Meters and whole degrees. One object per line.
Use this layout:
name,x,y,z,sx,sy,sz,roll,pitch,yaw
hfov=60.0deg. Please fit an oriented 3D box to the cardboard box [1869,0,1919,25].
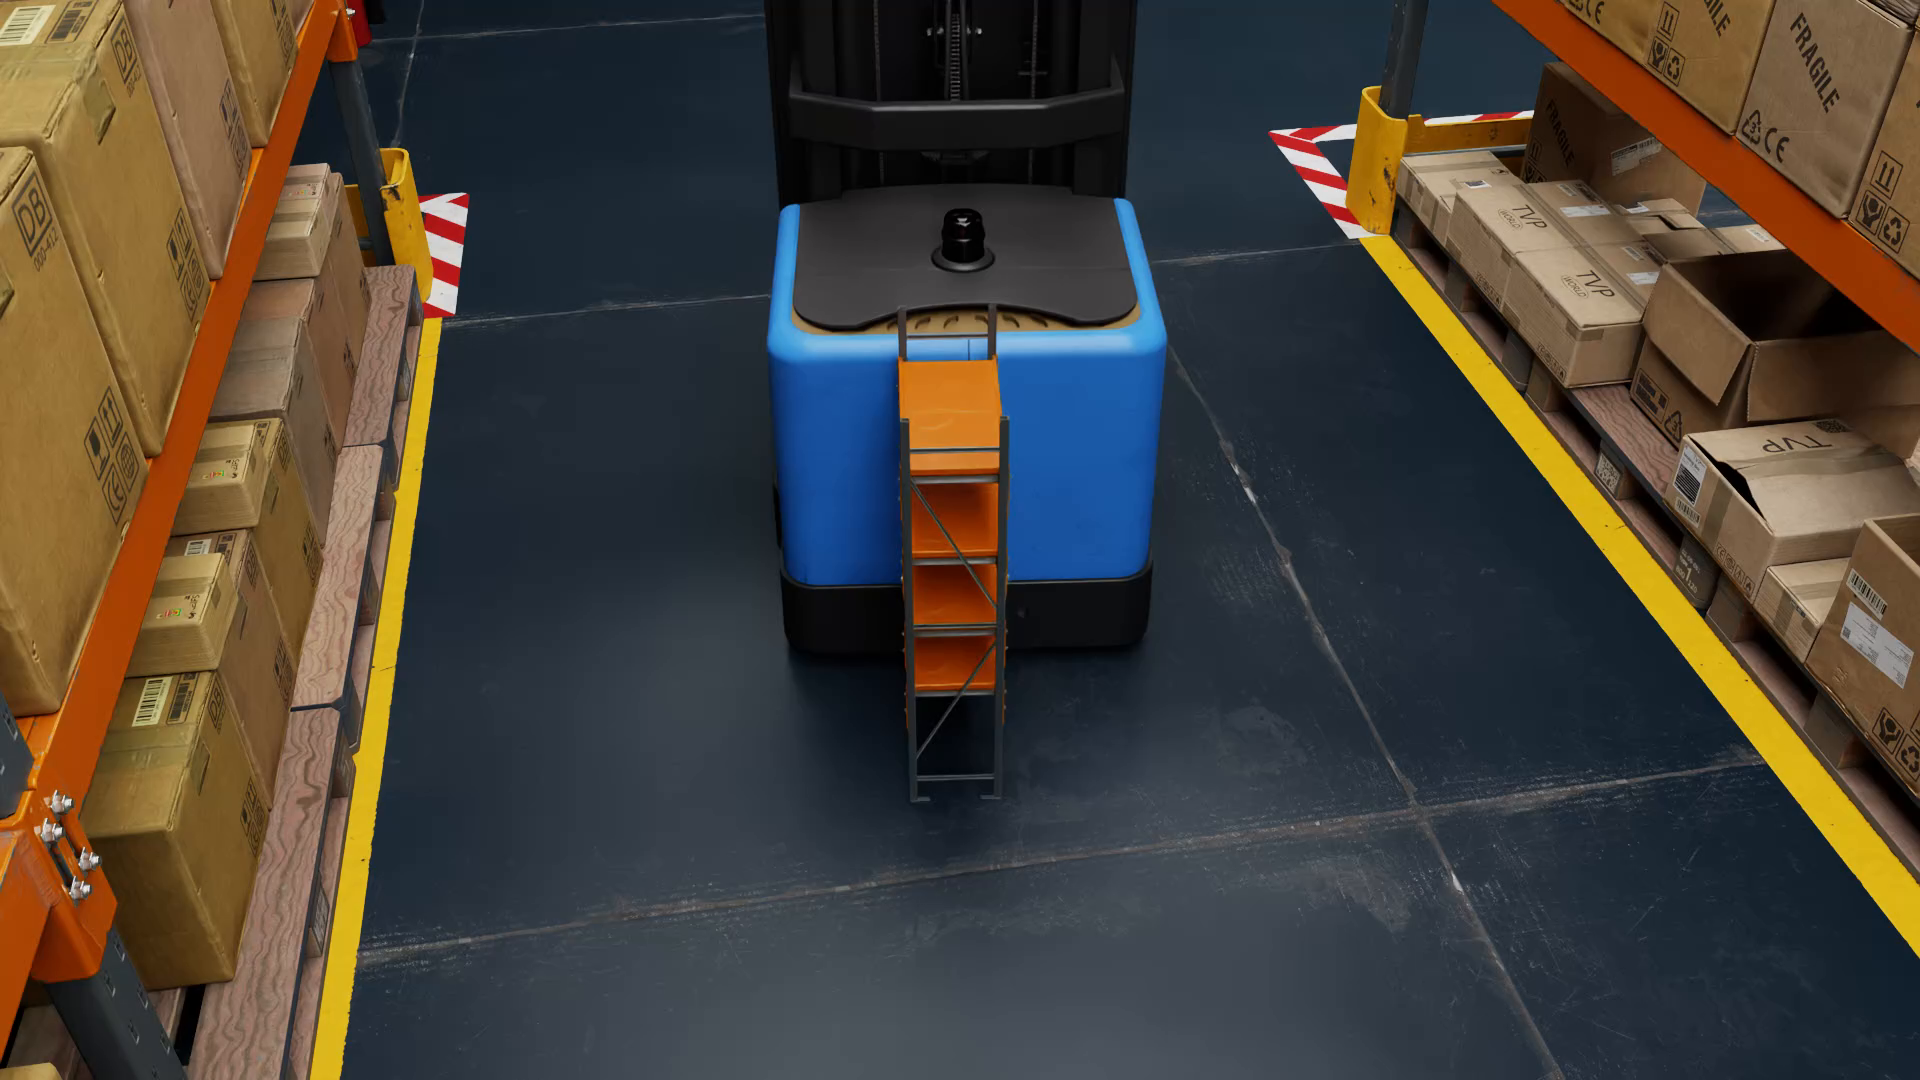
cardboard box,2.401,-1.561,3.918,0.500,0.500,0.500,-6,38,-8

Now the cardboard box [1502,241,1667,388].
cardboard box,2.215,-0.776,5.687,0.500,0.250,0.500,-6,38,-8

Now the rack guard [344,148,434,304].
rack guard,-2.657,-1.144,6.315,1.175,0.500,0.348,-6,38,-8

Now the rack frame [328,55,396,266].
rack frame,-2.653,-2.116,5.529,1.000,3.000,0.127,-6,38,-8

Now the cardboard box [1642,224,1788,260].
cardboard box,2.698,-0.860,5.795,0.500,0.250,0.500,-6,38,-8

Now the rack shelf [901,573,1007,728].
rack shelf,-0.021,0.269,4.359,0.258,0.148,0.480,-1,38,-2

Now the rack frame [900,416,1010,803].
rack frame,-0.011,0.209,4.003,0.240,1.200,0.015,-1,38,-2

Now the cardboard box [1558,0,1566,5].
cardboard box,2.137,-2.084,5.405,0.500,0.500,0.500,-7,38,-8

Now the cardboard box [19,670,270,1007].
cardboard box,-1.982,0.658,3.653,0.700,0.500,0.500,-6,38,-7

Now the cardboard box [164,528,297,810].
cardboard box,-2.066,0.354,4.044,0.700,0.500,0.500,-7,38,-8

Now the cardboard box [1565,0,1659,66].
cardboard box,2.223,-1.780,5.015,0.500,0.500,0.500,-6,38,-8

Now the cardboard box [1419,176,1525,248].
cardboard box,2.003,-1.266,6.385,0.380,0.166,0.250,-6,38,-8

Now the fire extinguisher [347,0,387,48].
fire extinguisher,-2.225,-2.079,5.849,0.296,0.674,0.183,-6,38,-8

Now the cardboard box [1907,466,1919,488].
cardboard box,2.903,-0.089,4.870,0.380,0.166,0.250,-6,38,-8

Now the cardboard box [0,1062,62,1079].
cardboard box,-1.709,1.361,2.463,0.750,0.750,0.750,-6,38,-7

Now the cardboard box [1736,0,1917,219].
cardboard box,2.401,-1.171,4.230,0.500,0.500,0.500,-5,38,-7

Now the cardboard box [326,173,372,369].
cardboard box,-2.431,-0.883,5.637,0.700,0.500,0.500,-6,38,-8

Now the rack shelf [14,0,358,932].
rack shelf,-2.302,-0.624,4.195,1.077,0.370,4.000,-6,38,-8

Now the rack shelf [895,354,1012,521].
rack shelf,-0.021,-0.251,3.955,0.258,0.148,0.480,-1,38,-2

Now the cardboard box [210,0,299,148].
cardboard box,-2.415,-1.490,4.478,0.980,0.700,0.700,-7,38,-8

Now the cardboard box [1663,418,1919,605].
cardboard box,2.414,-0.114,4.785,0.500,0.311,0.500,-6,38,-8

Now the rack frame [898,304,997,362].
rack frame,-0.031,-0.090,4.388,0.240,1.200,0.015,-1,38,-2

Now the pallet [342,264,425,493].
pallet,-2.435,-0.541,5.774,1.003,0.211,1.213,-6,38,-8

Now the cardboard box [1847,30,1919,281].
cardboard box,2.493,-0.861,3.831,0.500,0.500,0.500,-5,38,-7

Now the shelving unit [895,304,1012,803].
shelving unit,-0.021,0.059,4.196,0.258,1.200,0.503,-1,38,-2

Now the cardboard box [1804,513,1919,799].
cardboard box,2.546,0.264,4.144,0.500,0.500,0.500,-6,38,-8

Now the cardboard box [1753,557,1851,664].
cardboard box,2.421,0.183,4.535,0.380,0.149,0.250,-6,38,-8

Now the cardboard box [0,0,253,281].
cardboard box,-2.290,-1.028,3.884,0.980,0.700,0.700,-8,39,-10

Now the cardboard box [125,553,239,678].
cardboard box,-1.862,0.175,3.746,0.380,0.149,0.250,-5,38,-6

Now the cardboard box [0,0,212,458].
cardboard box,-2.153,-0.590,3.320,0.980,0.700,0.700,-7,38,-9

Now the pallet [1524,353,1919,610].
pallet,2.588,-0.288,5.448,1.003,0.211,1.213,-6,38,-8

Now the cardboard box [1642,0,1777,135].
cardboard box,2.309,-1.478,4.626,0.500,0.500,0.500,-6,38,-7

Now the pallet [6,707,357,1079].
pallet,-2.008,0.933,3.877,1.003,0.211,1.213,-6,38,-8

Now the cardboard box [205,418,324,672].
cardboard box,-2.154,0.044,4.443,0.700,0.500,0.500,-5,38,-7

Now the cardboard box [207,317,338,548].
cardboard box,-2.255,-0.277,4.857,0.700,0.500,0.500,-7,38,-9

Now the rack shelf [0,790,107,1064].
rack shelf,-1.601,1.792,1.085,1.077,0.370,4.000,-6,38,-8

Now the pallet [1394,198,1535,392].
pallet,2.378,-1.023,6.395,1.003,0.211,1.213,-6,38,-8

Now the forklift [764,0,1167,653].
forklift,-0.036,-1.717,5.071,1.130,2.935,3.031,-1,38,-2

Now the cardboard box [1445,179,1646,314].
cardboard box,2.127,-1.078,6.076,0.500,0.250,0.500,-6,38,-8

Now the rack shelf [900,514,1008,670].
rack shelf,-0.021,0.112,4.237,0.258,0.148,0.480,-1,38,-2

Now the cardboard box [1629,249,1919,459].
cardboard box,2.590,-0.558,5.199,0.797,0.503,0.637,-6,38,-8

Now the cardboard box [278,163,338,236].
cardboard box,-2.230,-1.081,5.363,0.380,0.149,0.250,-7,38,-8

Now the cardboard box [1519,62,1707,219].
cardboard box,2.561,-1.536,6.461,0.500,0.500,0.500,-6,38,-8

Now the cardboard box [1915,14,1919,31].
cardboard box,2.489,-1.257,3.526,0.500,0.500,0.500,-7,38,-9

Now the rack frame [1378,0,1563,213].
rack frame,2.224,-2.652,6.218,1.000,3.000,0.127,-6,38,-8

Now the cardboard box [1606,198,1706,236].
cardboard box,2.544,-1.150,6.236,0.380,0.166,0.250,-6,38,-8

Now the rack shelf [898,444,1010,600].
rack shelf,-0.021,-0.064,4.100,0.258,0.148,0.480,-1,38,-2

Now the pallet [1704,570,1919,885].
pallet,2.805,0.451,4.498,1.003,0.211,1.213,-6,38,-8

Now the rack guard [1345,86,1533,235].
rack guard,2.237,-1.618,6.926,1.175,0.500,0.348,-6,38,-8

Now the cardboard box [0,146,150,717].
cardboard box,-2.030,-0.148,2.751,0.980,0.700,0.700,-6,38,-7

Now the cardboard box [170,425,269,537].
cardboard box,-1.954,-0.140,4.151,0.380,0.149,0.250,-7,38,-9

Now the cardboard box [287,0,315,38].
cardboard box,-2.553,-1.928,5.042,0.980,0.700,0.700,-5,38,-6

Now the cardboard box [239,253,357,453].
cardboard box,-2.344,-0.581,5.248,0.700,0.500,0.500,-6,38,-8

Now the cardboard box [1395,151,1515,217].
cardboard box,1.959,-1.410,6.585,0.380,0.149,0.250,-6,38,-8

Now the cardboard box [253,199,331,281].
cardboard box,-2.184,-0.927,5.165,0.380,0.149,0.250,-5,38,-7

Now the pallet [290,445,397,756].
pallet,-2.225,0.195,4.827,1.003,0.211,1.213,-6,38,-8
